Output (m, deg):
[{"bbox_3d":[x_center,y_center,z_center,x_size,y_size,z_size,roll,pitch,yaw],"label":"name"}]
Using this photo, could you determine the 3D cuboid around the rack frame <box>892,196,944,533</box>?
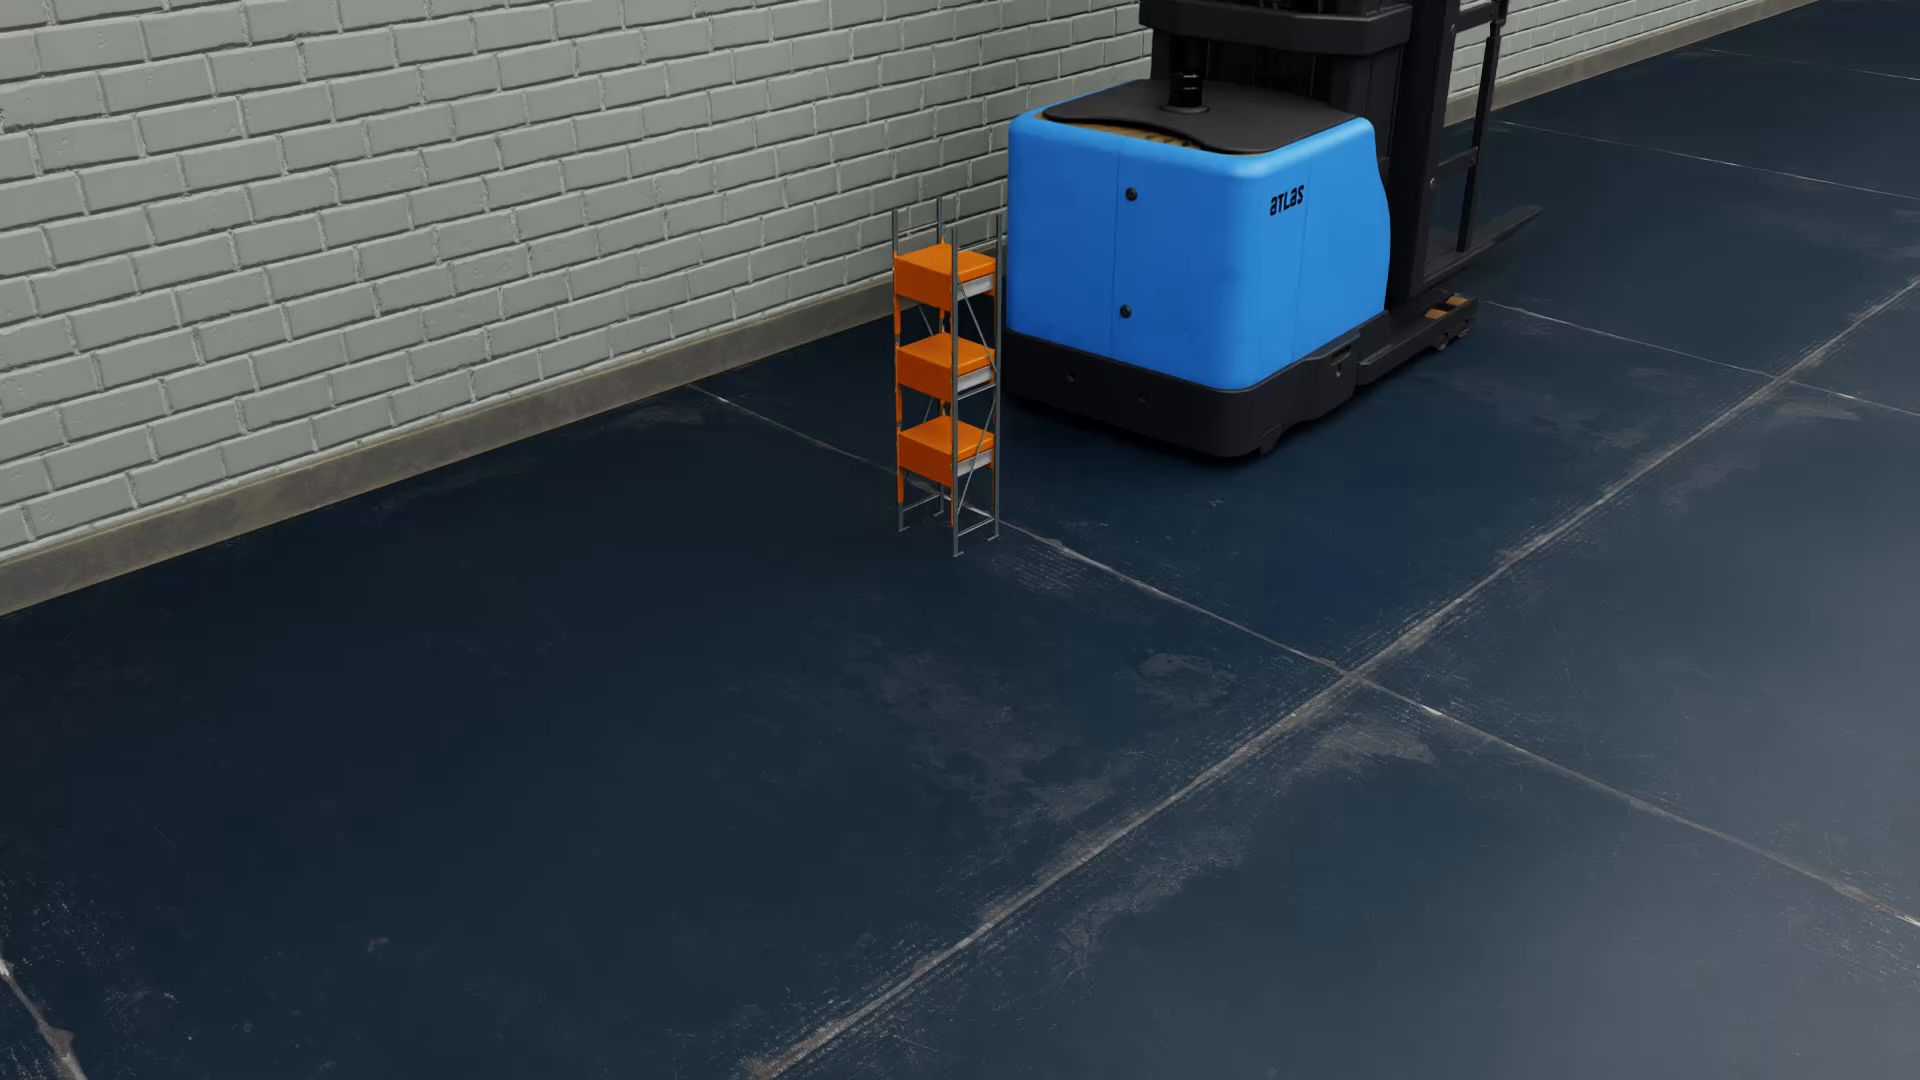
[{"bbox_3d":[-0.125,-0.522,5.115,0.008,1.050,0.200,25,36,38],"label":"rack frame"}]

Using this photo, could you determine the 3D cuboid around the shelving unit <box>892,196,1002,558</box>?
[{"bbox_3d":[-0.038,-0.482,5.039,0.252,1.050,0.215,25,36,38],"label":"shelving unit"}]

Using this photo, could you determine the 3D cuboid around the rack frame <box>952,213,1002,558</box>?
[{"bbox_3d":[0.049,-0.442,4.963,0.008,1.050,0.200,25,36,38],"label":"rack frame"}]

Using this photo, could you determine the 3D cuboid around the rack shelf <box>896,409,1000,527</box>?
[{"bbox_3d":[-0.038,-0.227,5.173,0.240,0.259,0.215,25,36,38],"label":"rack shelf"}]

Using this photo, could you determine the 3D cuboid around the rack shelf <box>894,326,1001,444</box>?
[{"bbox_3d":[-0.038,-0.473,5.044,0.240,0.259,0.215,25,36,38],"label":"rack shelf"}]

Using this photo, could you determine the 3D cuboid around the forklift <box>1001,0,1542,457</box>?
[{"bbox_3d":[1.474,-2.192,6.269,1.130,2.935,3.031,21,34,34],"label":"forklift"}]

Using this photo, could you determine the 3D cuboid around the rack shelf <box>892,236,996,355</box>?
[{"bbox_3d":[-0.038,-0.724,4.912,0.240,0.259,0.215,25,36,38],"label":"rack shelf"}]
